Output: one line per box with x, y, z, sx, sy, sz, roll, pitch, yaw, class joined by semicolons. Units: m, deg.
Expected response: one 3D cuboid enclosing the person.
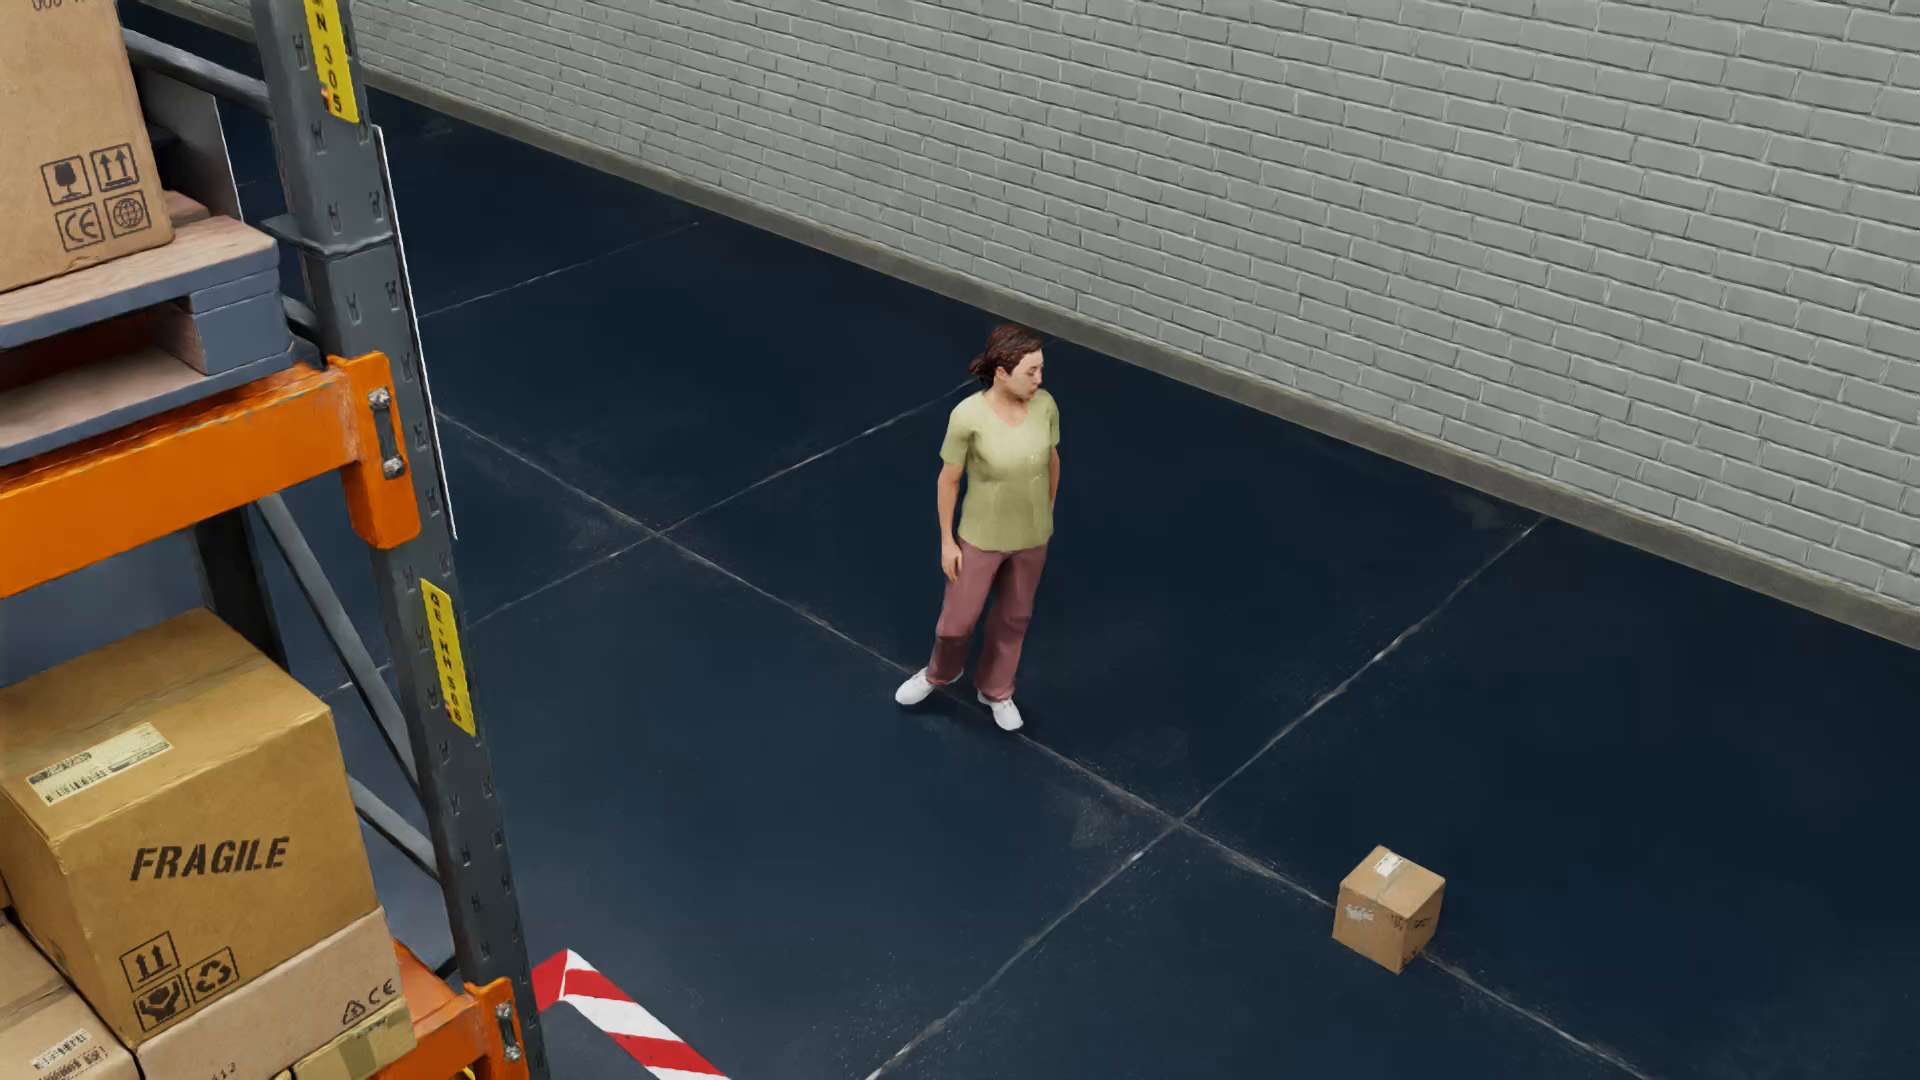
0.074;-0.034;6.160;0.630;1.667;0.409;-9;33;-14;person
